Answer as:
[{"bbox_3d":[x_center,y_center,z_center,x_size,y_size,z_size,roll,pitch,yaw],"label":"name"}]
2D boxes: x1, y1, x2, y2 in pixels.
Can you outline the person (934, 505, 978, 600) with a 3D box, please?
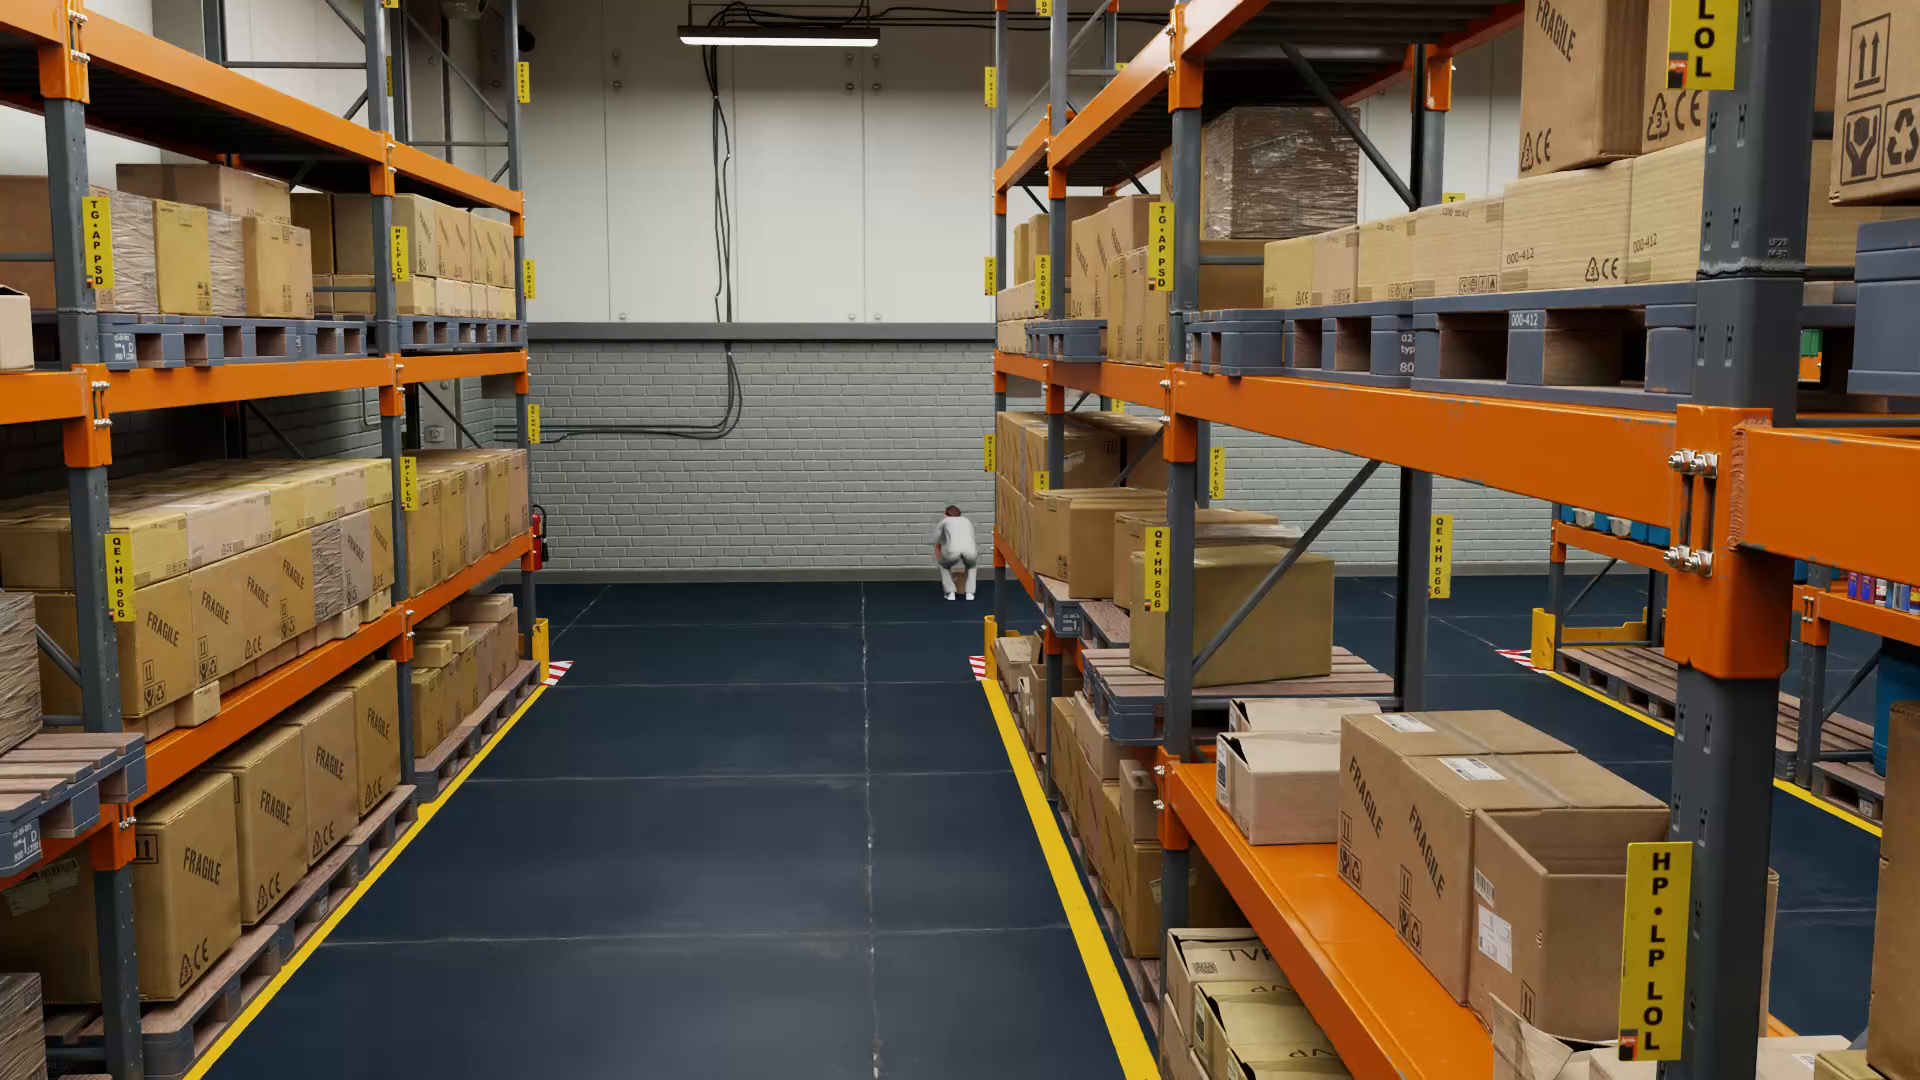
[{"bbox_3d":[-0.041,0.146,18.767,0.490,1.023,0.777,0,7,-4],"label":"person"}]
